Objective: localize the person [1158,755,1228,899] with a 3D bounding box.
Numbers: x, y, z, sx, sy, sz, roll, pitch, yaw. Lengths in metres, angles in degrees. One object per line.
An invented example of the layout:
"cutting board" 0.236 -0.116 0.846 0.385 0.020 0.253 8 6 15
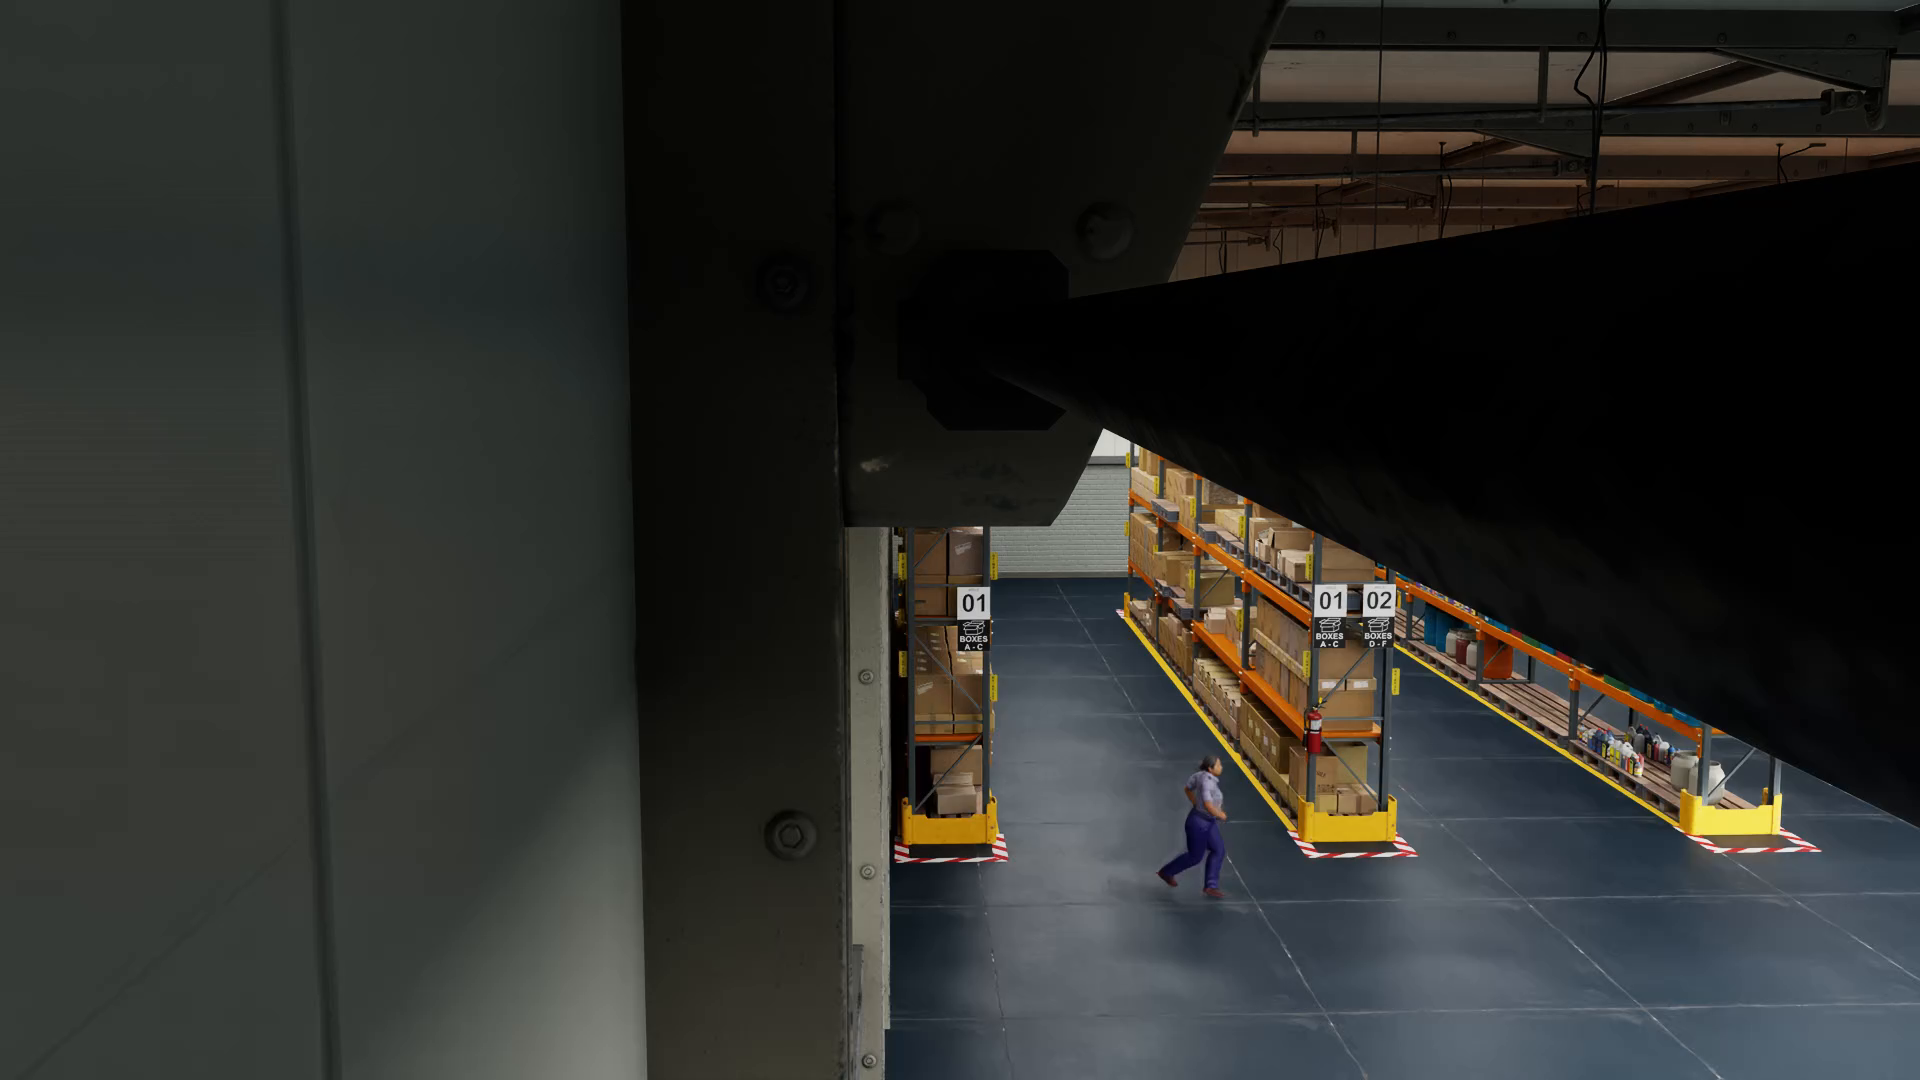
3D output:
"person" 2.596 3.181 18.483 0.785 1.638 0.570 2 7 12
